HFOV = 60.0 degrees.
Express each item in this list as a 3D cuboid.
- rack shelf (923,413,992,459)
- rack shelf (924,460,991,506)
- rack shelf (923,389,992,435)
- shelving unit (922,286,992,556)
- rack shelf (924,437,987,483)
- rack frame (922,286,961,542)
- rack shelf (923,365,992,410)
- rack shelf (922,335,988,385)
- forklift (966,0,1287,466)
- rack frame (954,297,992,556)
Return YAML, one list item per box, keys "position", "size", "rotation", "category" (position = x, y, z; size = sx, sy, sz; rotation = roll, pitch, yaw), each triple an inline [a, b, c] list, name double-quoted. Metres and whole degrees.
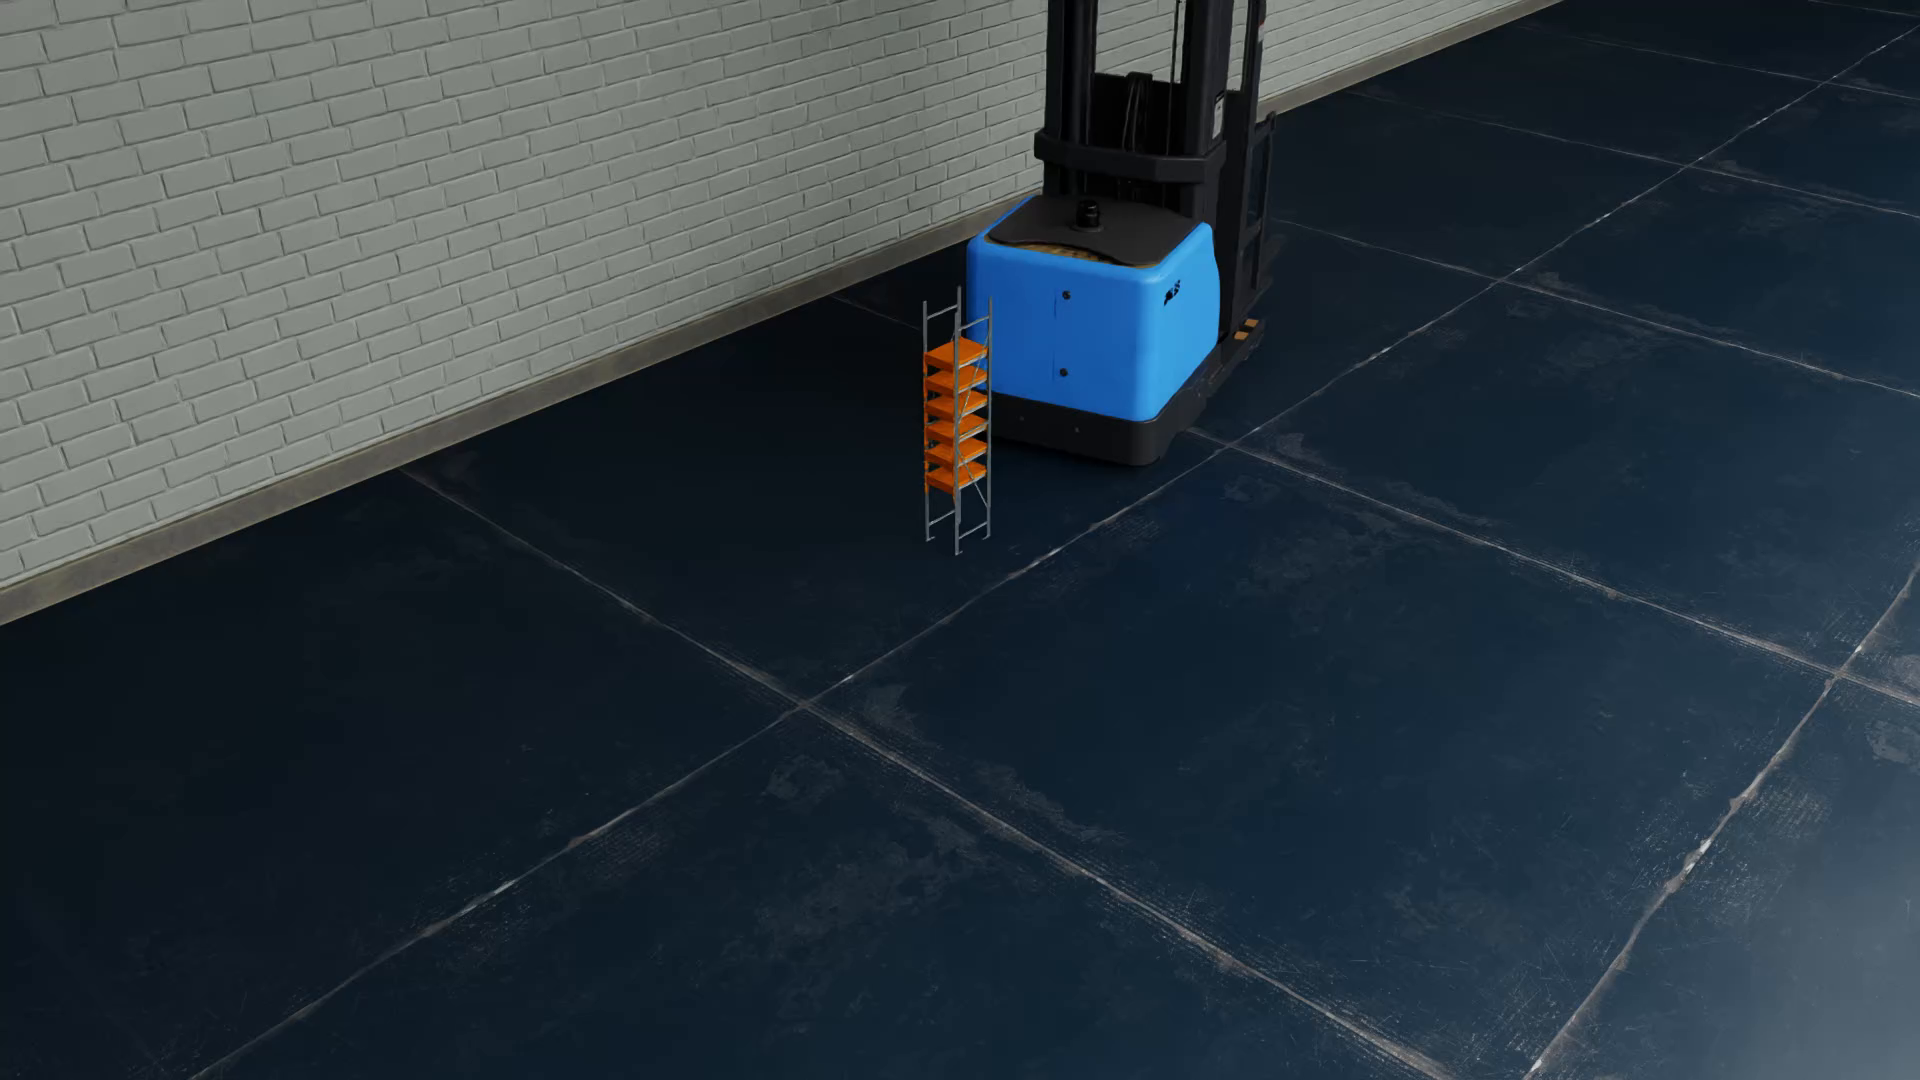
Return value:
- position: [-0.011, -0.481, 7.472]
  size: [0.180, 0.103, 0.258]
  rotation: [25, 39, 35]
  category: "rack shelf"
- position: [-0.011, -0.275, 7.596]
  size: [0.180, 0.103, 0.258]
  rotation: [25, 39, 35]
  category: "rack shelf"
- position: [-0.011, -0.584, 7.410]
  size: [0.180, 0.103, 0.258]
  rotation: [25, 39, 35]
  category: "rack shelf"
- position: [-0.011, -0.519, 7.449]
  size: [0.189, 1.200, 0.258]
  rotation: [25, 39, 35]
  category: "shelving unit"
- position: [-0.011, -0.378, 7.534]
  size: [0.180, 0.103, 0.258]
  rotation: [25, 39, 35]
  category: "rack shelf"
- position: [-0.079, -0.551, 7.501]
  size: [0.006, 1.200, 0.240]
  rotation: [25, 39, 35]
  category: "rack frame"
- position: [-0.011, -0.687, 7.348]
  size: [0.180, 0.103, 0.258]
  rotation: [25, 39, 35]
  category: "rack shelf"
- position: [-0.011, -0.789, 7.286]
  size: [0.180, 0.103, 0.258]
  rotation: [25, 39, 35]
  category: "rack shelf"
- position: [1.109, -2.362, 8.831]
  size: [1.130, 2.935, 3.031]
  rotation: [14, 34, 22]
  category: "forklift"
- position: [0.057, -0.487, 7.396]
  size: [0.006, 1.200, 0.240]
  rotation: [25, 39, 35]
  category: "rack frame"
